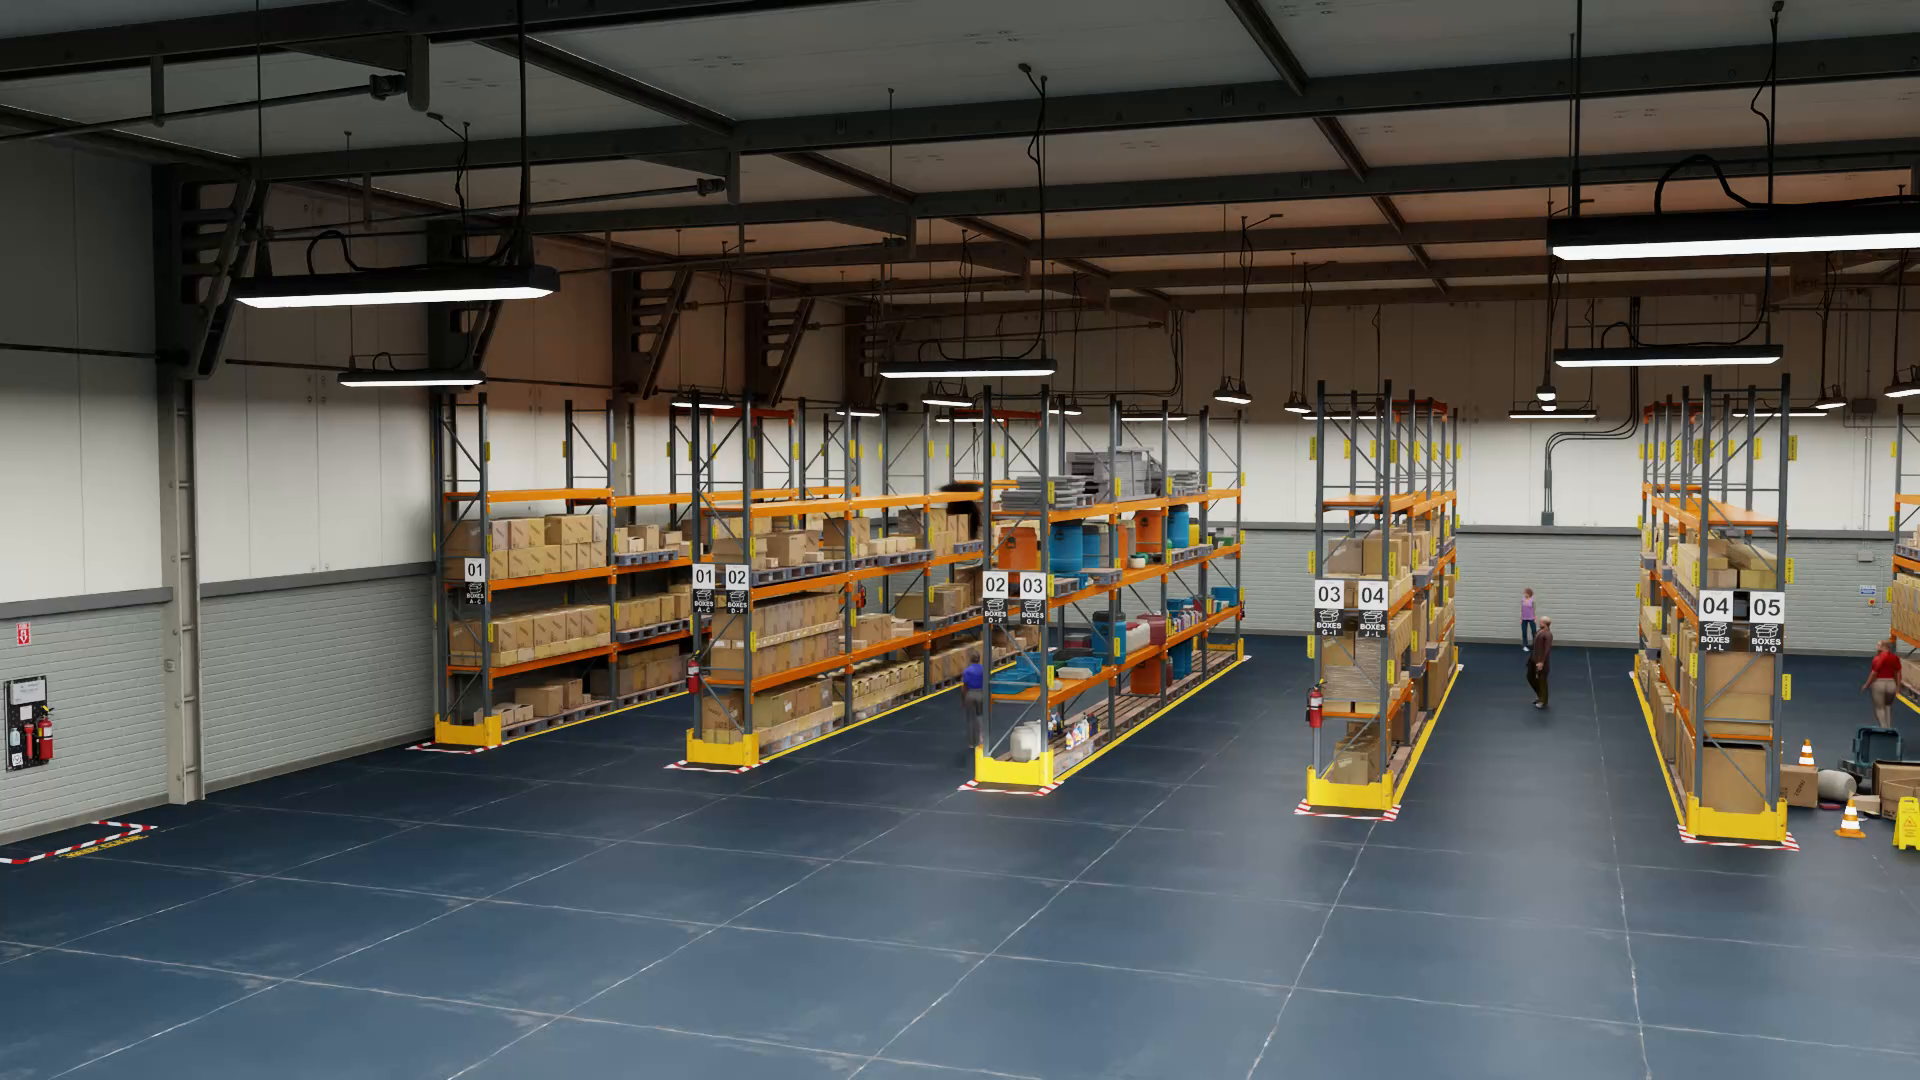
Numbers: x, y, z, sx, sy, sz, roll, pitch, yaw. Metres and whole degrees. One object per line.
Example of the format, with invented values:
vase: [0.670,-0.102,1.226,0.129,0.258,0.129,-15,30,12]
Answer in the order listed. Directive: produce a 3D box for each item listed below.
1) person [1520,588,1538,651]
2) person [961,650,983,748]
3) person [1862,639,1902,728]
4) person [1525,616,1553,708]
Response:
person: [14.258,2.002,41.625,0.462,1.608,0.348,2,4,30]
person: [0.249,2.673,27.917,0.458,1.648,0.483,-1,3,-16]
person: [16.030,2.608,28.875,0.604,1.776,0.595,0,3,4]
person: [11.392,2.377,32.606,0.506,1.783,0.663,-1,3,-10]
